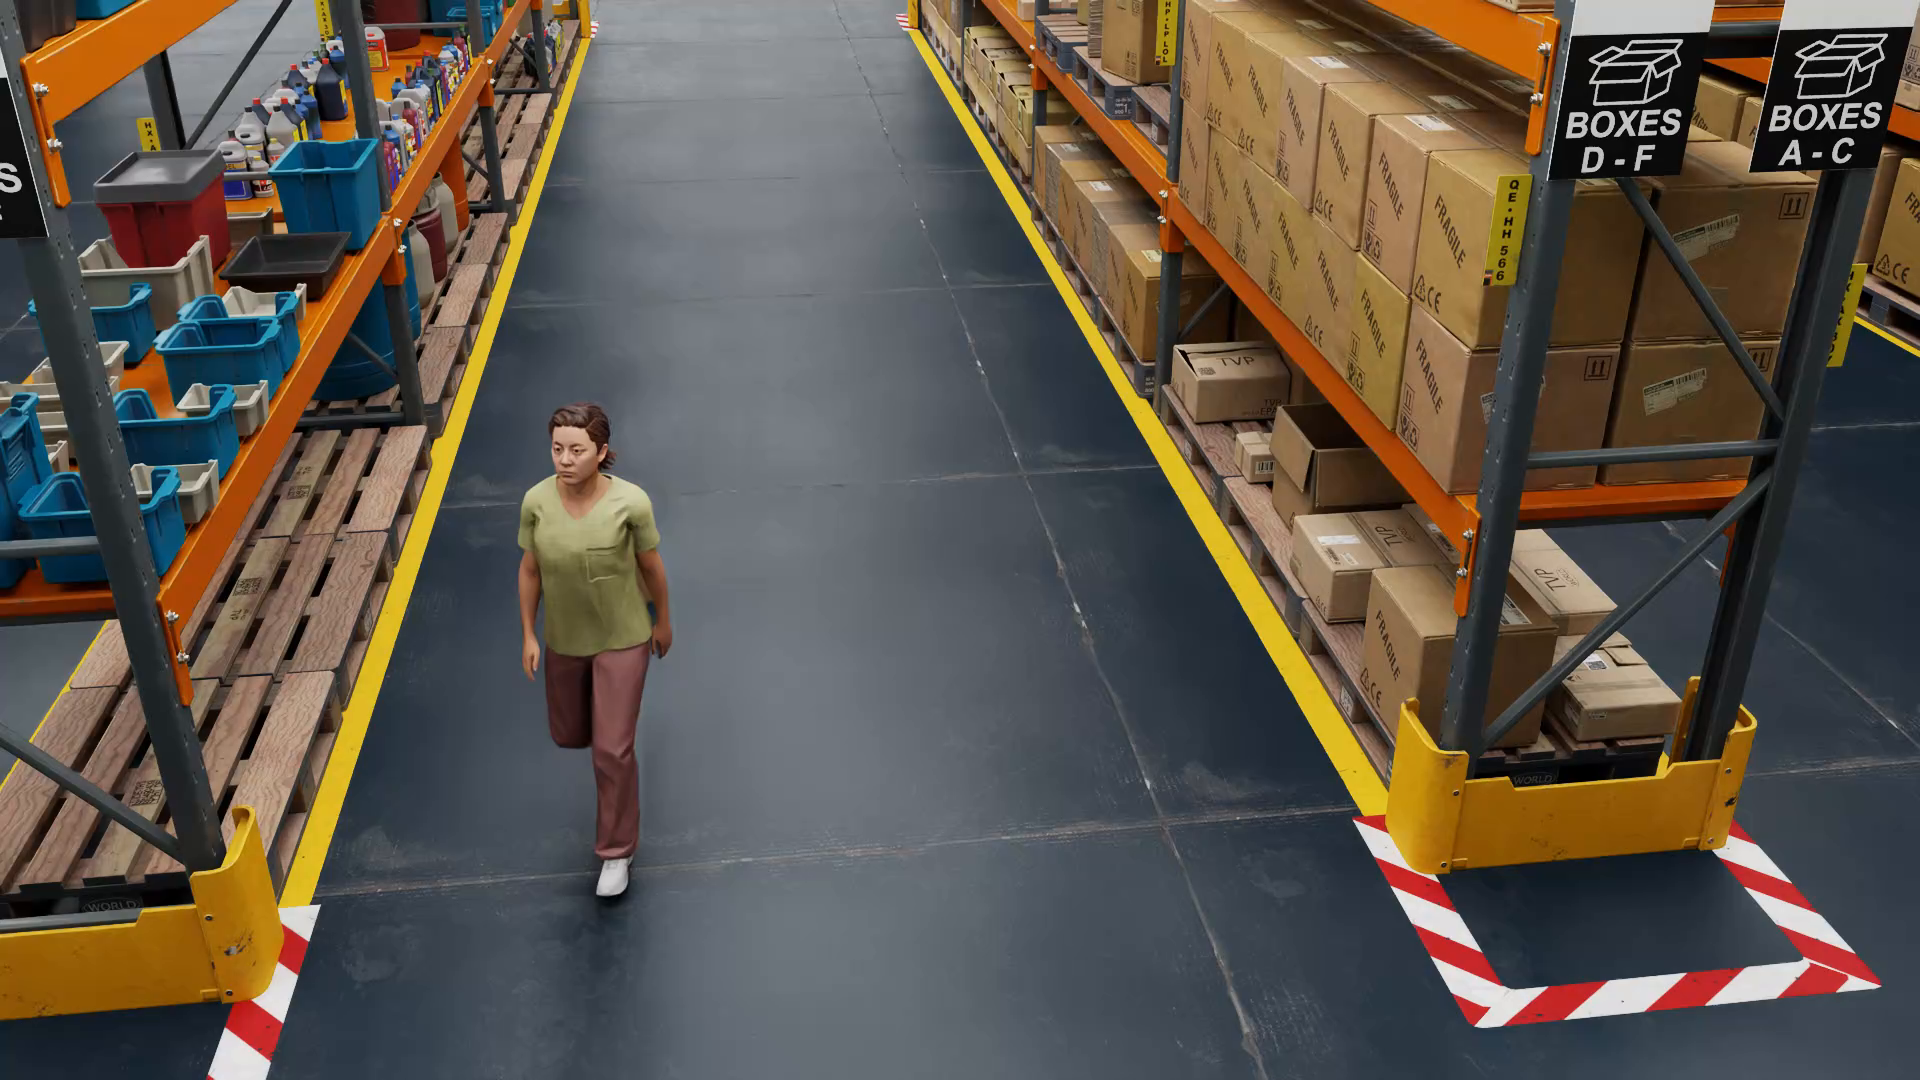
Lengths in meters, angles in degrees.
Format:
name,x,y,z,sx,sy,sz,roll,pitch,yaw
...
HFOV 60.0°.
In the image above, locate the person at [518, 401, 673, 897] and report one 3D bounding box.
name,x,y,z,sx,sy,sz,roll,pitch,yaw
person,-1.202,0.294,5.534,0.464,1.640,0.829,3,27,6
